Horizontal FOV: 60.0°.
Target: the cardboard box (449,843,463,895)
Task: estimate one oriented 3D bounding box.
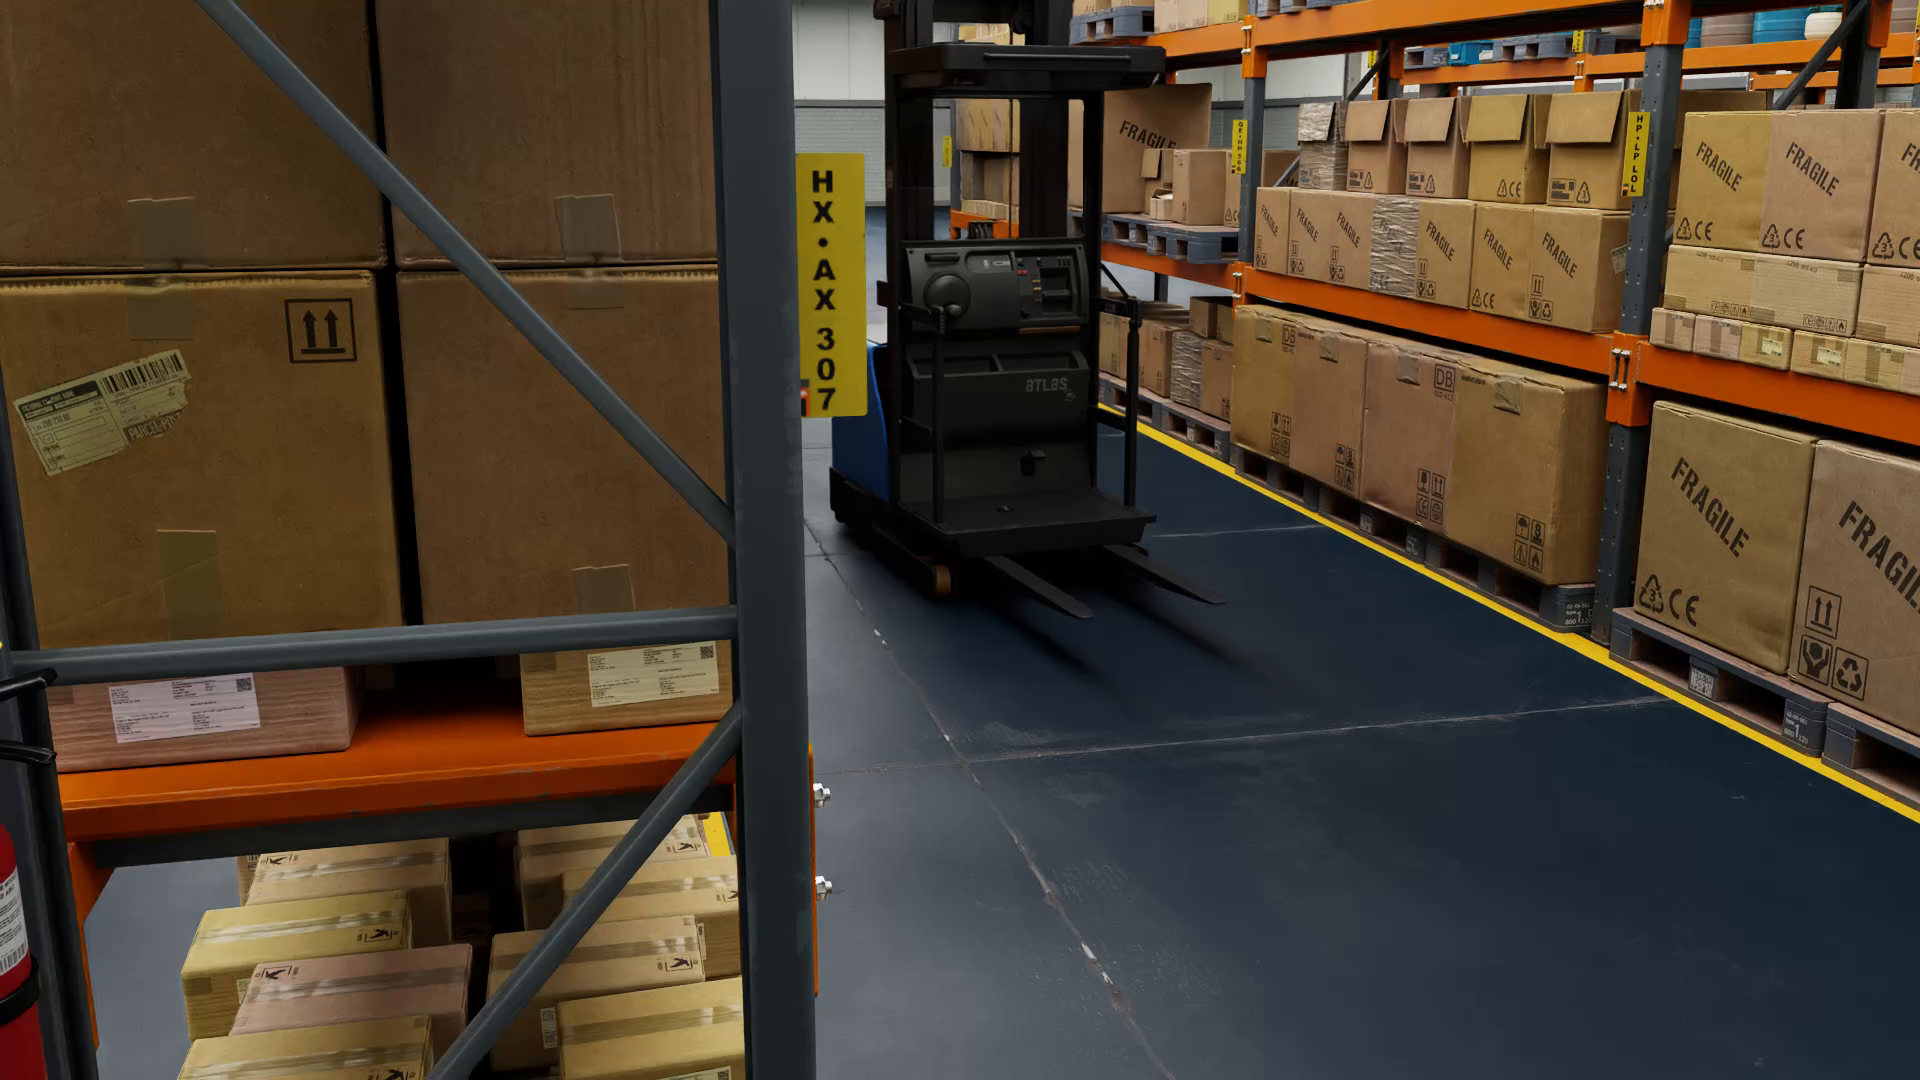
[{"bbox_3d":[-1.396,0.768,3.958,0.380,0.149,0.250,-3,14,-10],"label":"cardboard box"}]

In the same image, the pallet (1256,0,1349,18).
[{"bbox_3d":[2.475,-3.182,9.710,1.213,0.211,1.003,-3,14,-11],"label":"pallet"}]

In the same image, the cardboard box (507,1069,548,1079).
[{"bbox_3d":[-0.712,1.066,3.367,0.380,0.149,0.250,-3,14,-13],"label":"cardboard box"}]

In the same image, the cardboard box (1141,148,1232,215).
[{"bbox_3d":[1.829,-2.745,12.739,0.797,0.503,0.637,-2,14,-7],"label":"cardboard box"}]

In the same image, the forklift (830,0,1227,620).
[{"bbox_3d":[0.267,-1.256,7.894,1.130,2.935,3.031,-5,15,-20],"label":"forklift"}]

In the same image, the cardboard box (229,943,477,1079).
[{"bbox_3d":[-1.068,0.859,2.960,0.380,0.149,0.250,-3,14,-12],"label":"cardboard box"}]

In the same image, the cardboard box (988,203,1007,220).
[{"bbox_3d":[0.486,-3.256,16.461,0.380,0.149,0.250,-3,14,-13],"label":"cardboard box"}]

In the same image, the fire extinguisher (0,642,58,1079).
[{"bbox_3d":[-1.084,0.439,1.760,0.296,0.674,0.183,-3,14,-13],"label":"fire extinguisher"}]

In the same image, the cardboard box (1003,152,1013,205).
[{"bbox_3d":[0.911,-3.530,16.219,0.875,0.500,0.500,-3,14,-13],"label":"cardboard box"}]

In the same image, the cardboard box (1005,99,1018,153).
[{"bbox_3d":[0.724,-3.883,15.557,0.500,0.500,0.500,-3,14,-13],"label":"cardboard box"}]

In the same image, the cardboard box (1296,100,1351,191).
[{"bbox_3d":[2.428,-2.329,9.814,0.797,0.503,0.637,-3,14,-11],"label":"cardboard box"}]

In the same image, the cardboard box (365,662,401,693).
[{"bbox_3d":[-1.067,0.139,2.566,0.380,0.149,0.250,-3,14,-13],"label":"cardboard box"}]

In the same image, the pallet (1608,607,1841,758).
[{"bbox_3d":[3.314,0.495,6.458,1.003,0.211,1.213,-3,14,-13],"label":"pallet"}]

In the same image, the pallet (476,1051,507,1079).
[{"bbox_3d":[-0.868,1.284,3.227,1.003,0.211,1.213,-3,14,-13],"label":"pallet"}]

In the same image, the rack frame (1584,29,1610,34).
[{"bbox_3d":[6.147,-6.076,14.835,1.000,3.000,0.127,-3,14,-13],"label":"rack frame"}]

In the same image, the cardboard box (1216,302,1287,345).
[{"bbox_3d":[2.085,-1.479,11.421,0.500,0.250,0.500,-3,14,-11],"label":"cardboard box"}]

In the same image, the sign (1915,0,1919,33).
[{"bbox_3d":[6.553,-3.613,11.294,0.100,0.325,0.005,-3,14,-13],"label":"sign"}]

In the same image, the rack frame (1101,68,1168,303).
[{"bbox_3d":[1.332,-2.885,14.417,1.000,3.000,0.127,-3,14,-13],"label":"rack frame"}]

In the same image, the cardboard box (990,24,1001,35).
[{"bbox_3d":[0.505,-5.008,16.259,0.380,0.149,0.250,-4,14,-16],"label":"cardboard box"}]

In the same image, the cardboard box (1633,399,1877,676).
[{"bbox_3d":[3.289,-0.055,6.423,0.875,0.875,0.875,-3,14,-13],"label":"cardboard box"}]

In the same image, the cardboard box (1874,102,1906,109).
[{"bbox_3d":[10.499,-4.565,18.346,0.700,0.500,0.500,-3,14,-13],"label":"cardboard box"}]

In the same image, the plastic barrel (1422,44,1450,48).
[{"bbox_3d":[5.445,-5.849,18.437,0.600,0.830,0.708,-3,14,-13],"label":"plastic barrel"}]

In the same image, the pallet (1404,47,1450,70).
[{"bbox_3d":[5.307,-5.253,18.186,1.003,0.211,1.213,-3,14,-13],"label":"pallet"}]

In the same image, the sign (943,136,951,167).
[{"bbox_3d":[-0.134,-4.198,17.967,0.100,0.325,0.005,-3,14,-13],"label":"sign"}]

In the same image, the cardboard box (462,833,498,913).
[{"bbox_3d":[-1.380,0.850,4.251,0.380,0.149,0.250,-3,14,-12],"label":"cardboard box"}]

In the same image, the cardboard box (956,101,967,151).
[{"bbox_3d":[0.257,-4.345,17.446,0.500,0.500,0.500,-3,14,-13],"label":"cardboard box"}]

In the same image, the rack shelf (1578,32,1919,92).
[{"bbox_3d":[6.617,-3.808,13.387,1.077,0.370,4.000,-3,14,-13],"label":"rack shelf"}]

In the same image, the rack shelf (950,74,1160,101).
[{"bbox_3d":[0.863,-4.454,16.034,1.077,0.370,4.000,-3,14,-13],"label":"rack shelf"}]

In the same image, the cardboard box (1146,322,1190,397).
[{"bbox_3d":[1.813,-1.373,12.567,0.700,0.500,0.500,-2,14,-8],"label":"cardboard box"}]

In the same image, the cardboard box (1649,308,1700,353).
[{"bbox_3d":[2.957,-0.831,6.537,0.380,0.149,0.250,-3,14,-13],"label":"cardboard box"}]

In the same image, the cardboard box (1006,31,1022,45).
[{"bbox_3d":[0.734,-4.598,15.425,0.500,0.250,0.500,-3,14,-14],"label":"cardboard box"}]

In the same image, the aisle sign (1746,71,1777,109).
[{"bbox_3d":[9.710,-5.620,20.134,0.394,0.787,0.004,-3,14,-13],"label":"aisle sign"}]

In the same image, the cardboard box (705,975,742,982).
[{"bbox_3d":[-0.675,0.854,3.605,0.380,0.149,0.250,-3,14,-11],"label":"cardboard box"}]

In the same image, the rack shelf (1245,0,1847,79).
[{"bbox_3d":[2.742,-2.609,8.480,1.077,0.370,4.000,-3,14,-13],"label":"rack shelf"}]

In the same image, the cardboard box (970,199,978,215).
[{"bbox_3d":[0.312,-3.490,17.420,0.380,0.149,0.250,-3,14,-13],"label":"cardboard box"}]

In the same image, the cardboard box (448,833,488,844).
[{"bbox_3d":[-1.323,0.617,3.949,0.380,0.149,0.250,-4,14,-15],"label":"cardboard box"}]

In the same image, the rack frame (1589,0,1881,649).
[{"bbox_3d":[3.211,-1.040,6.862,1.000,3.000,0.127,-3,14,-13],"label":"rack frame"}]

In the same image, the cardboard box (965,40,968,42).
[{"bbox_3d":[0.255,-5.067,17.341,0.500,0.250,0.500,-3,14,-12],"label":"cardboard box"}]

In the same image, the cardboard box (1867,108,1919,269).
[{"bbox_3d":[3.310,-1.117,5.288,0.500,0.500,0.500,-4,14,-15],"label":"cardboard box"}]

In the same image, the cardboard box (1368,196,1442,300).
[{"bbox_3d":[2.484,-1.531,8.665,0.500,0.500,0.500,-3,14,-13],"label":"cardboard box"}]

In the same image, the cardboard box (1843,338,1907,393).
[{"bbox_3d":[3.205,-0.590,5.551,0.380,0.149,0.250,-3,14,-14],"label":"cardboard box"}]

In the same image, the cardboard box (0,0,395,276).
[{"bbox_3d":[-1.043,-0.634,2.259,0.500,0.500,0.500,-4,14,-14],"label":"cardboard box"}]

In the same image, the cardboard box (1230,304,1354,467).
[{"bbox_3d":[2.414,-0.974,10.185,1.225,0.875,0.875,-4,14,-16],"label":"cardboard box"}]

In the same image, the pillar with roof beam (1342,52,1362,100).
[{"bbox_3d":[6.022,-12.734,42.088,9.100,9.000,0.400,-3,14,-13],"label":"pillar with roof beam"}]

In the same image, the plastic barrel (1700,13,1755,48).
[{"bbox_3d":[6.631,-4.606,14.083,0.600,0.901,0.600,0,14,0],"label":"plastic barrel"}]

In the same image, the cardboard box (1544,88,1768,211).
[{"bbox_3d":[3.053,-1.722,7.333,0.797,0.503,0.637,-4,14,-15],"label":"cardboard box"}]

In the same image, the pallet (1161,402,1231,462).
[{"bbox_3d":[2.090,-0.788,11.709,1.003,0.211,1.213,-3,14,-13],"label":"pallet"}]

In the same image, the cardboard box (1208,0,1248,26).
[{"bbox_3d":[1.922,-3.443,10.694,0.500,0.250,0.500,-3,14,-13],"label":"cardboard box"}]

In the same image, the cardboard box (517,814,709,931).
[{"bbox_3d":[-0.742,0.714,3.555,0.380,0.149,0.250,-4,14,-16],"label":"cardboard box"}]
